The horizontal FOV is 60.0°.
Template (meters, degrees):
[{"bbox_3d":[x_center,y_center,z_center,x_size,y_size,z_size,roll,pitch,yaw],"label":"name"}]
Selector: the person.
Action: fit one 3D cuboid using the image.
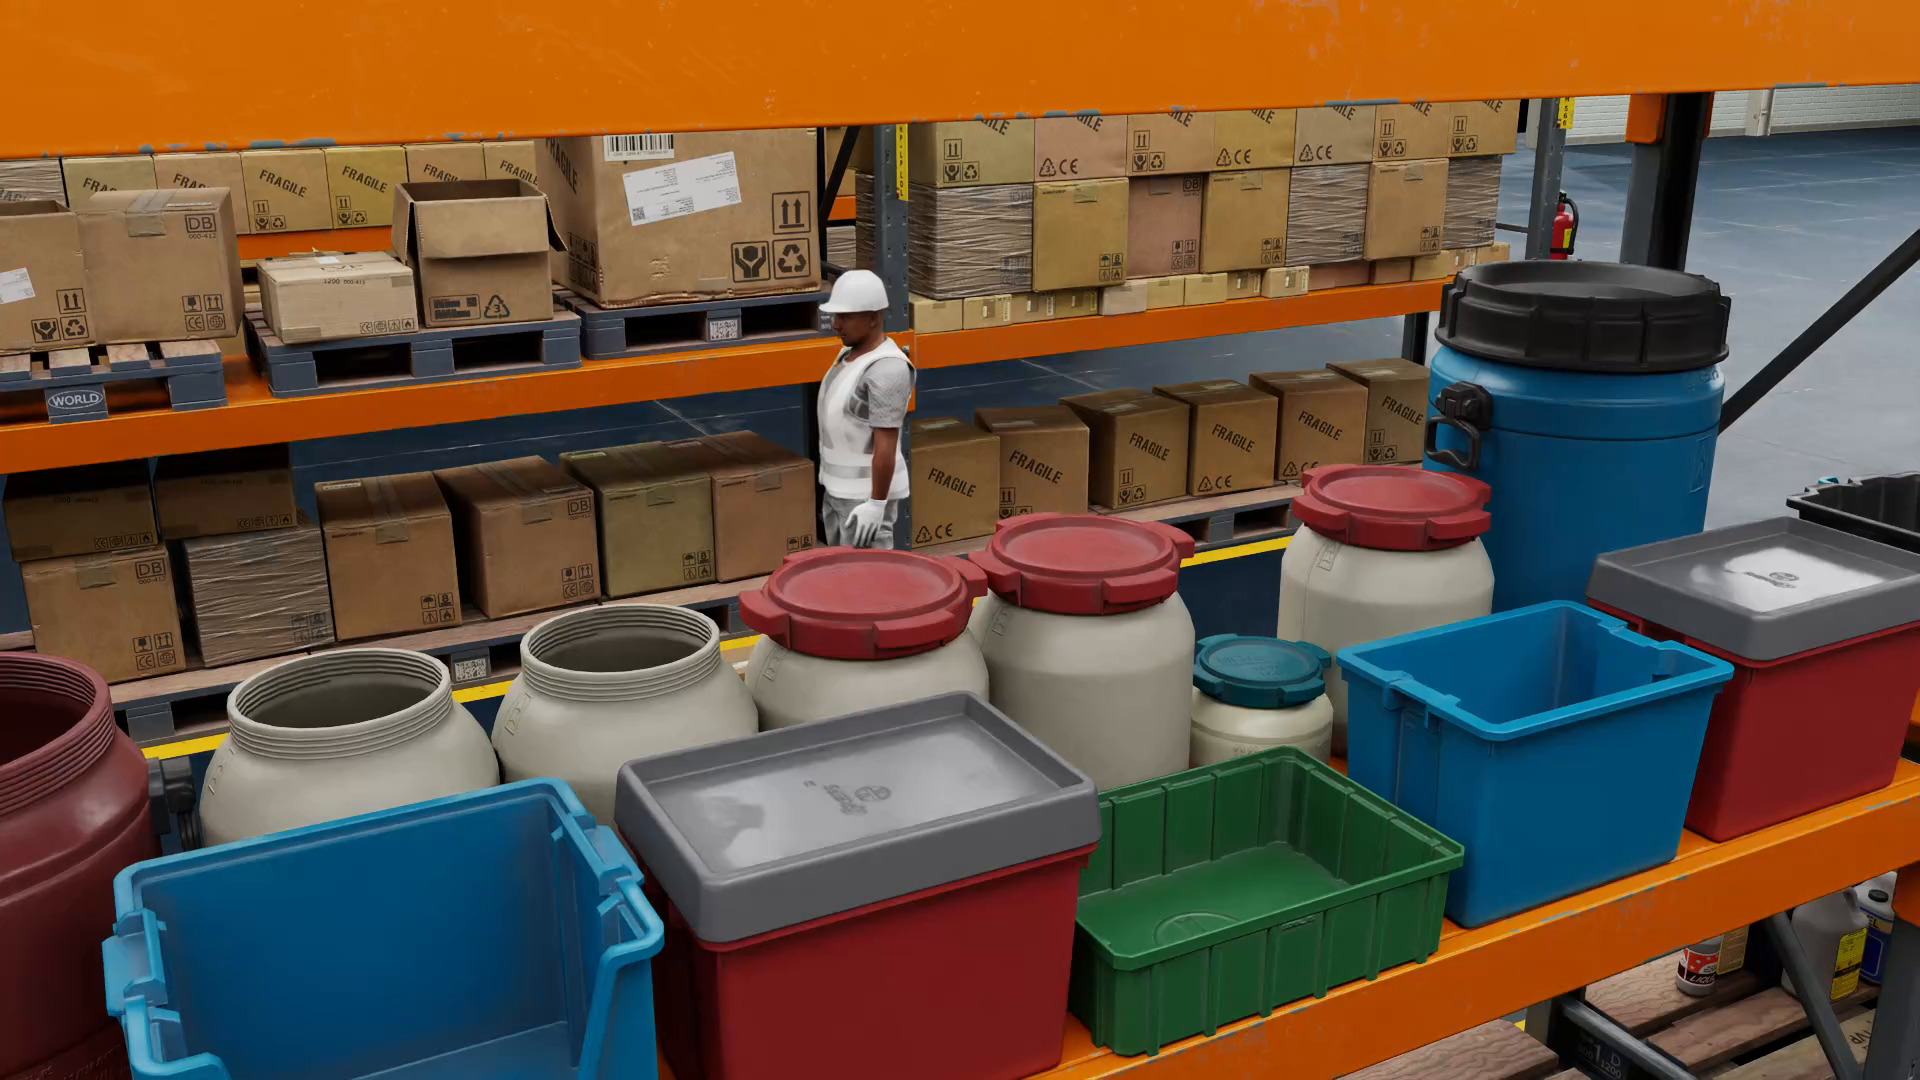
[{"bbox_3d":[-0.381,-0.184,6.592,0.359,1.776,0.548,-6,19,-19],"label":"person"}]
